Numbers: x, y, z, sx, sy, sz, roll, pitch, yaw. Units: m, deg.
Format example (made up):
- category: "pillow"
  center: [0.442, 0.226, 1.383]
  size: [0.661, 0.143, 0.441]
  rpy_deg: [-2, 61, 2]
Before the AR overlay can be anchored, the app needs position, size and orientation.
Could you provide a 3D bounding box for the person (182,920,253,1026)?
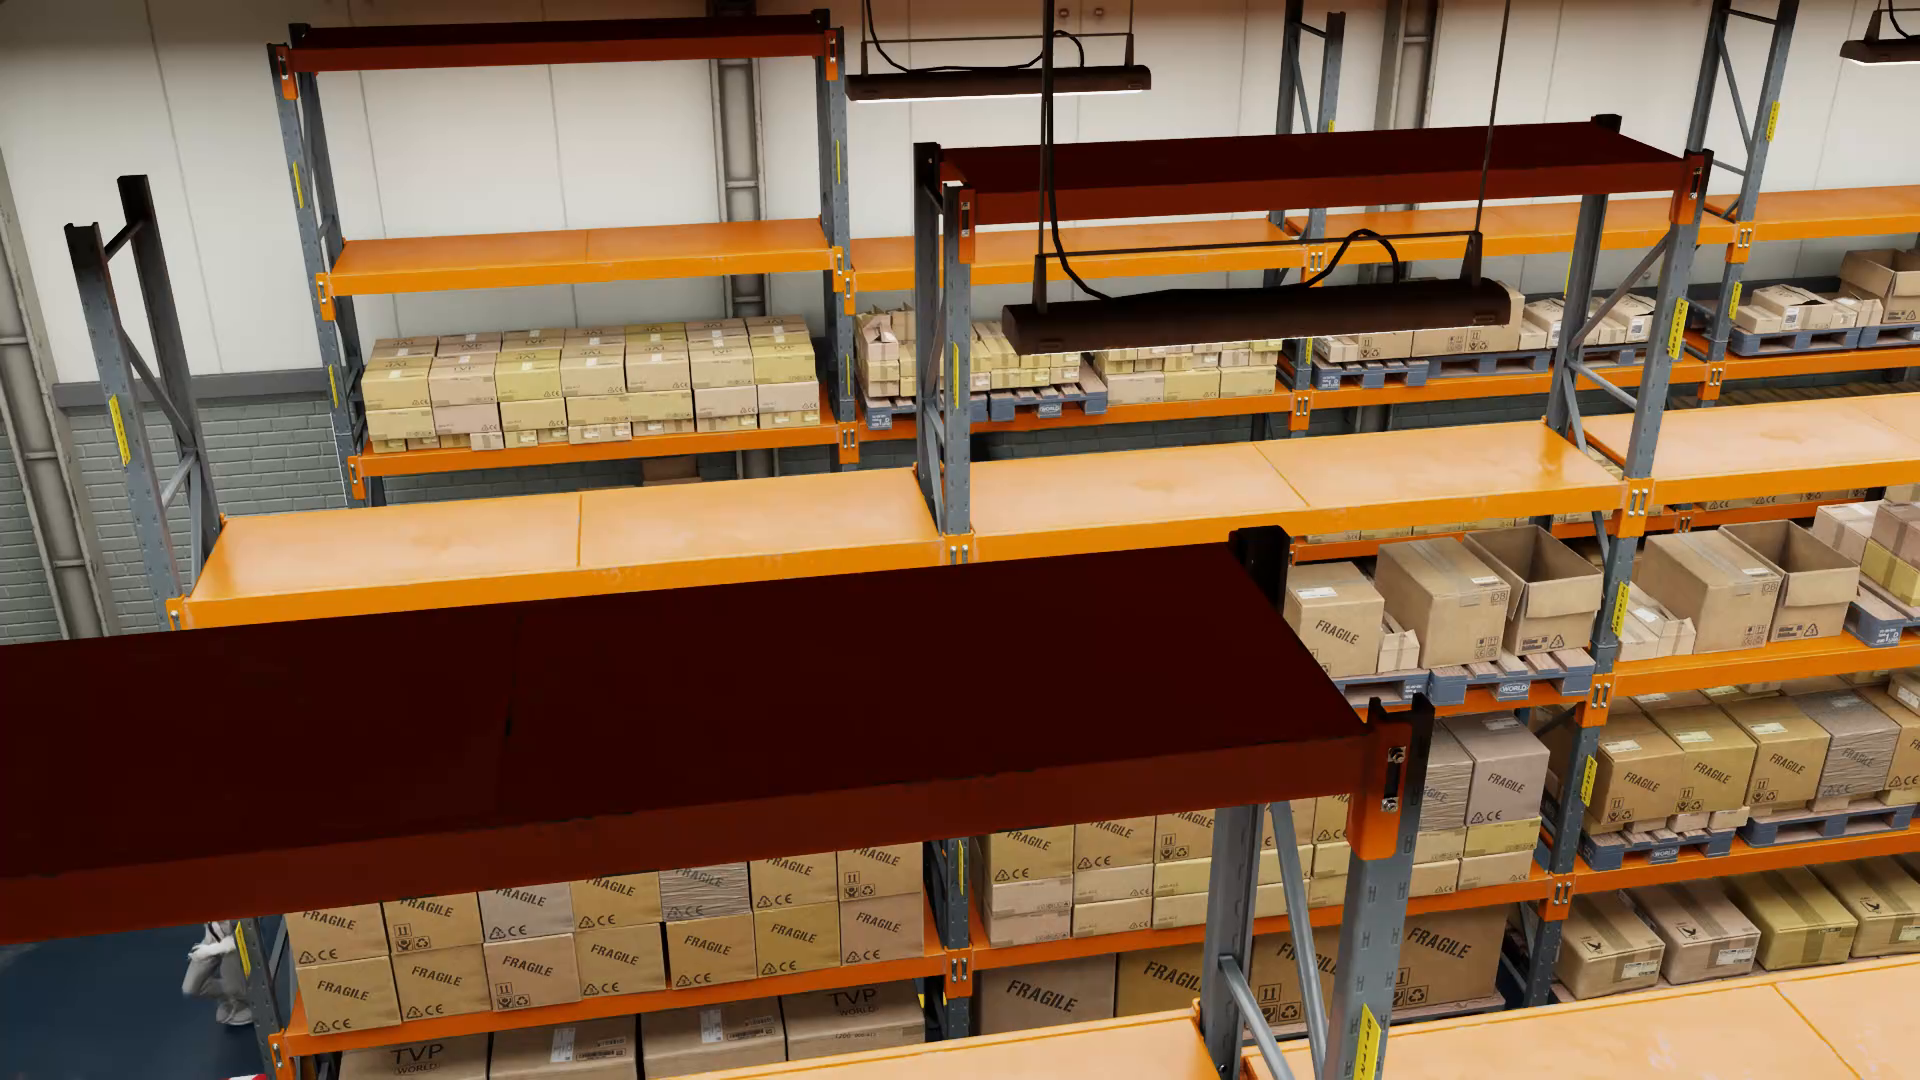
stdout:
- category: "person"
  center: [-4.824, 2.657, 10.907]
  size: [0.614, 1.625, 0.580]
  rpy_deg: [19, 32, 34]
